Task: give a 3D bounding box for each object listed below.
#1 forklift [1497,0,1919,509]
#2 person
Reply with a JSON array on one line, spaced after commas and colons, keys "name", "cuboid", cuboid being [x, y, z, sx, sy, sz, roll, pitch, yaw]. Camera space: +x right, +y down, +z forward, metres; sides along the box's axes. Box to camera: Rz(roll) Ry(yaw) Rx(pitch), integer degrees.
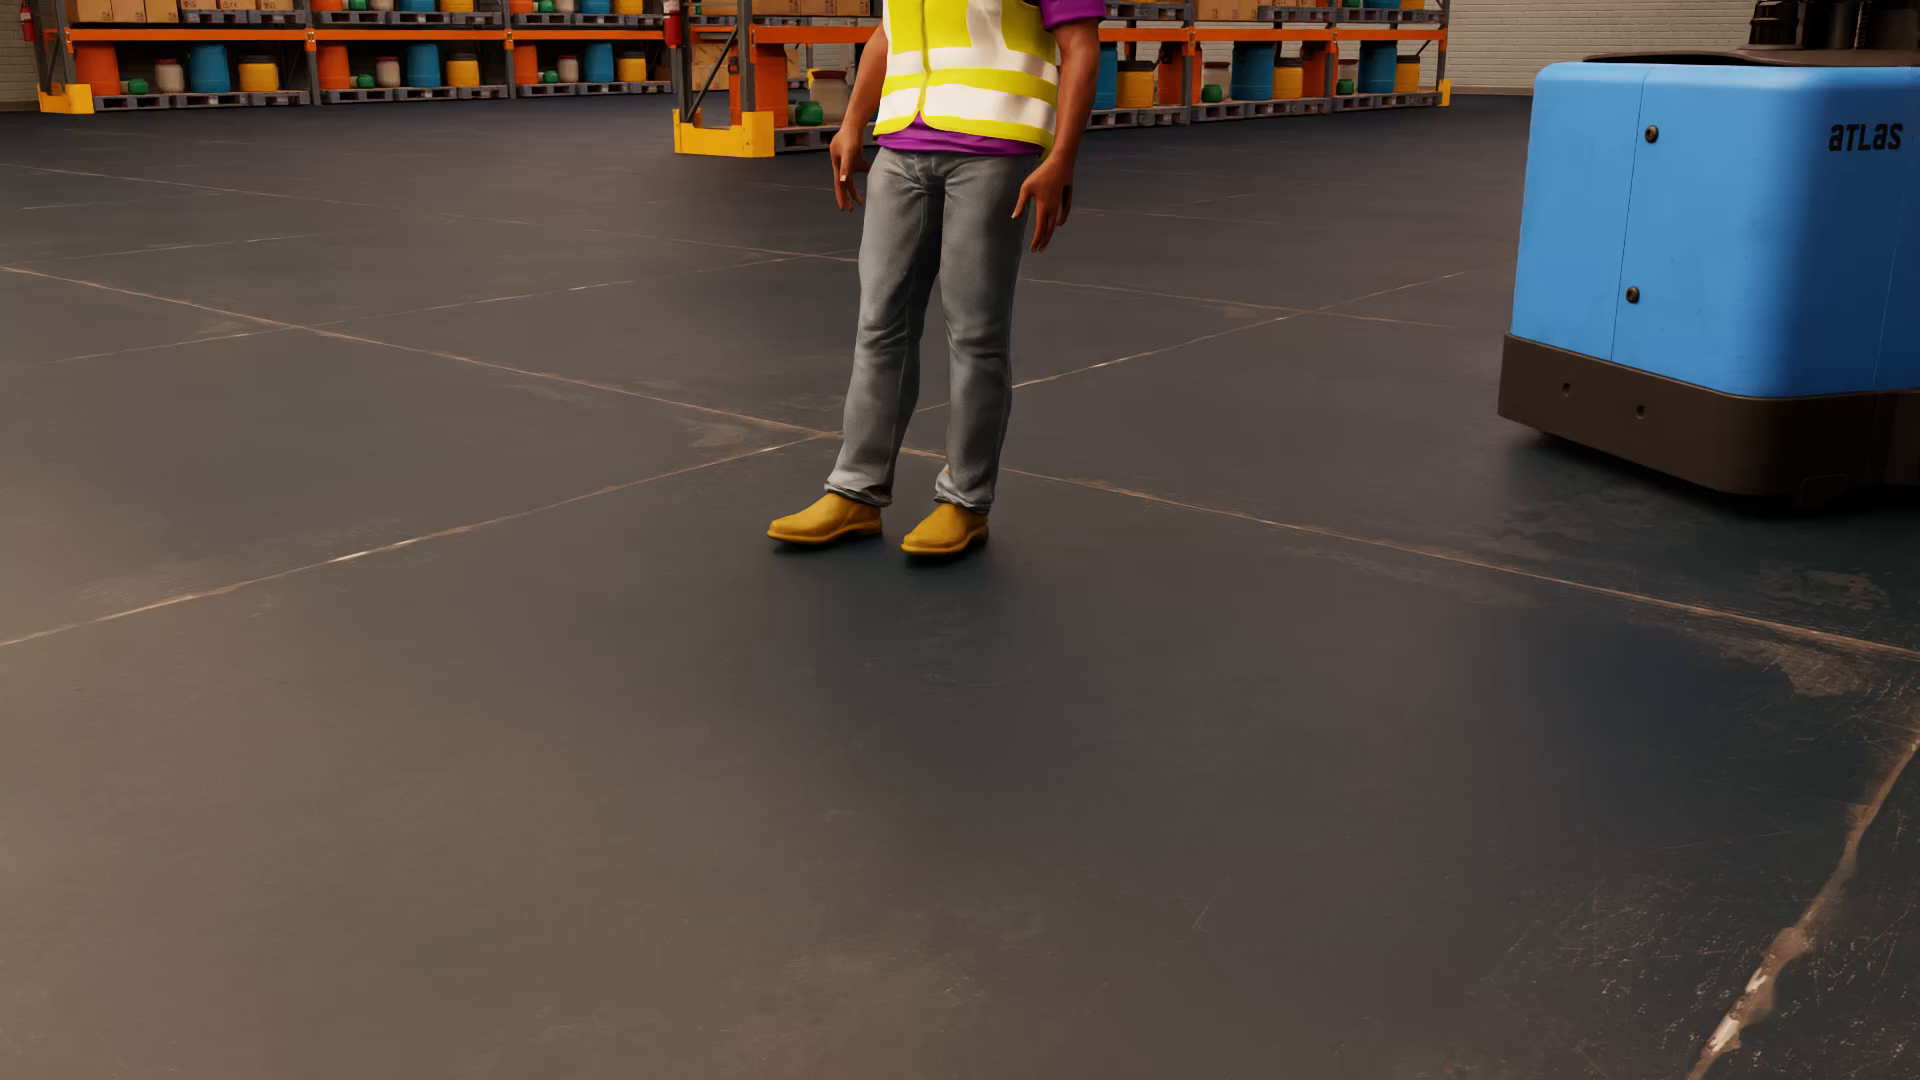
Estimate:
[{"name": "forklift", "cuboid": [3.165, -1.711, 4.532, 3.031, 2.935, 1.130, -5, 18, -17]}, {"name": "person", "cuboid": [-0.049, -0.838, 3.636, 0.665, 1.766, 0.576, 13, 21, 37]}]
